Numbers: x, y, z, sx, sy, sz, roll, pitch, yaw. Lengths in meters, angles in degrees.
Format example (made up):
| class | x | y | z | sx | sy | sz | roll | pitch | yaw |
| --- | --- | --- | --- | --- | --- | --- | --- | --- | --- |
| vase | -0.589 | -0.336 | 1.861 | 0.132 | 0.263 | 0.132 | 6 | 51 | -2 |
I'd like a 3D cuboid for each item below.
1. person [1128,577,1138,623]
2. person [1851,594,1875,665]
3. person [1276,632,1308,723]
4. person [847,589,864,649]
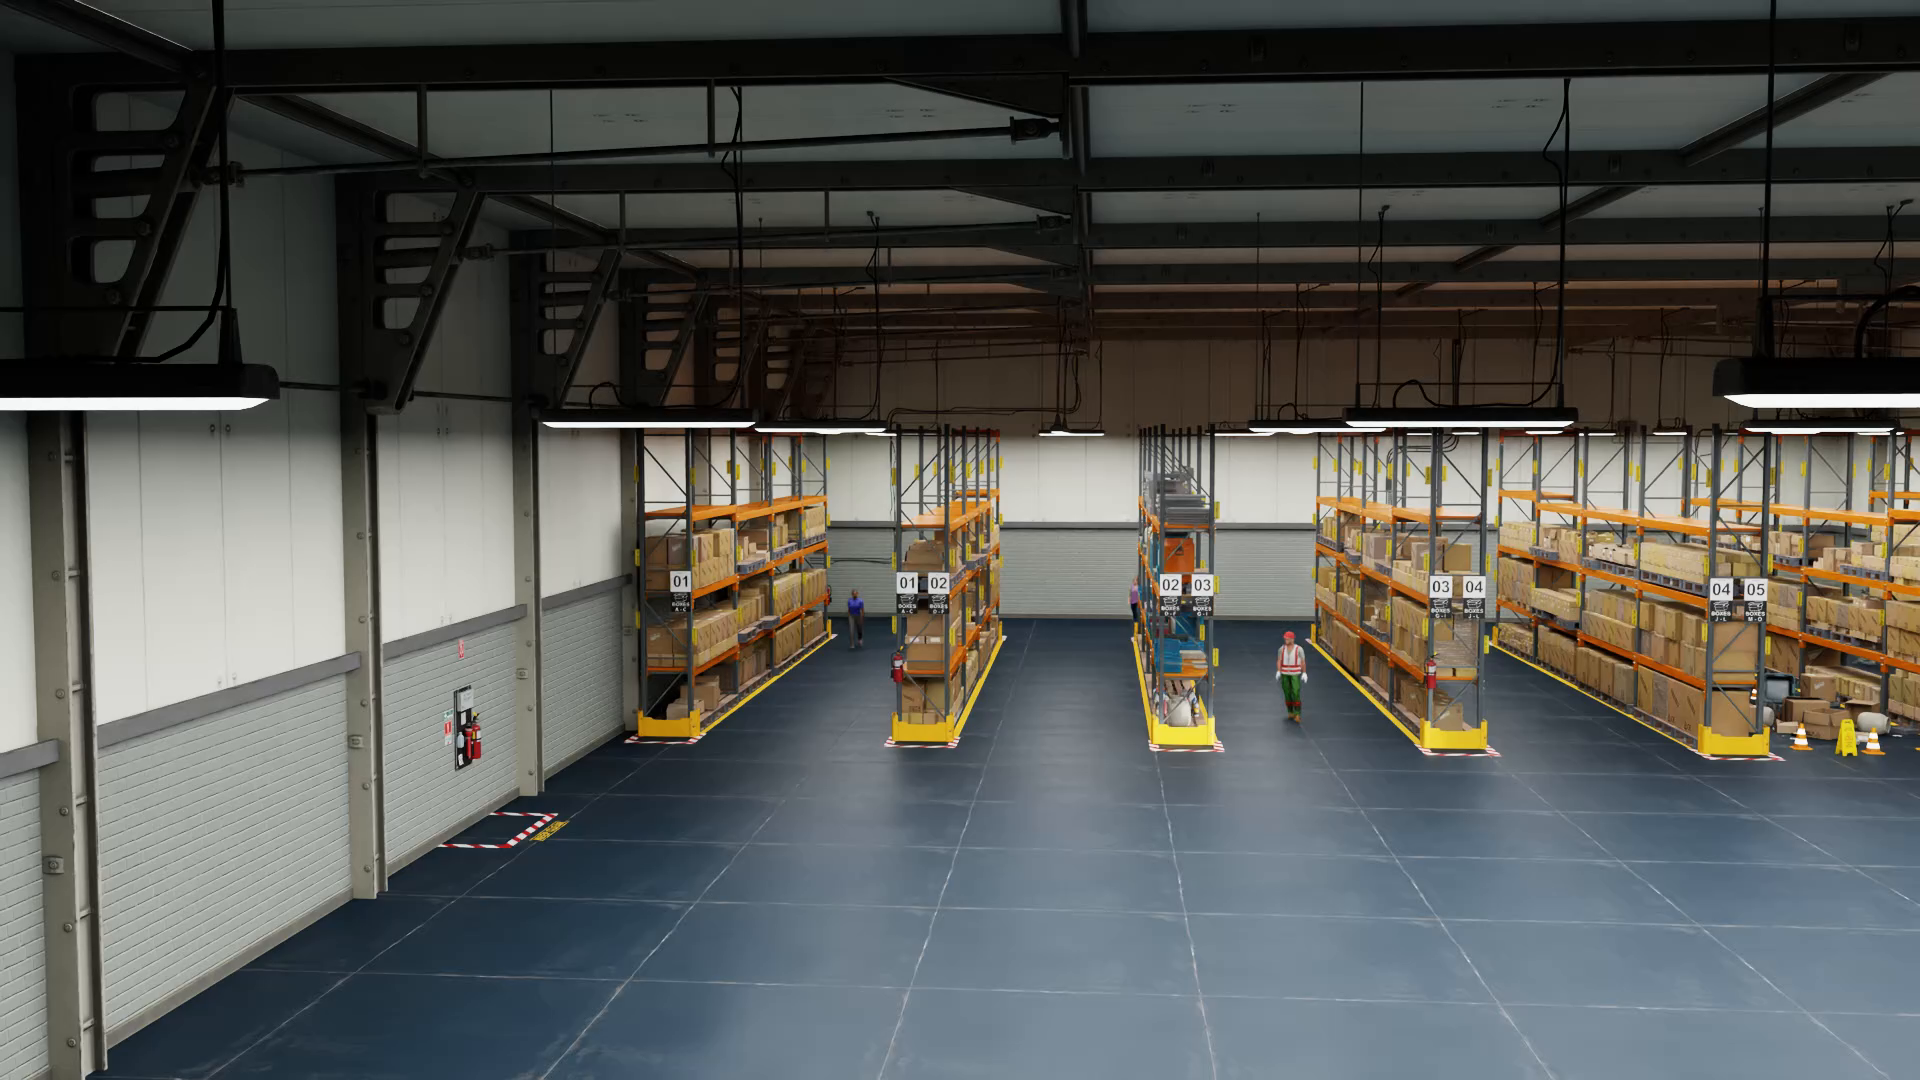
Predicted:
| class | x | y | z | sx | sy | sz | roll | pitch | yaw |
| --- | --- | --- | --- | --- | --- | --- | --- | --- | --- |
| person | 5.295 | 1.880 | 50.174 | 0.455 | 1.526 | 1.003 | 1 | 4 | 21 |
| person | 22.925 | 2.280 | 42.033 | 0.535 | 1.791 | 0.531 | -1 | 4 | -18 |
| person | 6.722 | 2.770 | 33.860 | 0.623 | 1.791 | 0.639 | 2 | 4 | 31 |
| person | -2.840 | 2.140 | 45.411 | 0.456 | 1.610 | 0.863 | 0 | 3 | 2 |
